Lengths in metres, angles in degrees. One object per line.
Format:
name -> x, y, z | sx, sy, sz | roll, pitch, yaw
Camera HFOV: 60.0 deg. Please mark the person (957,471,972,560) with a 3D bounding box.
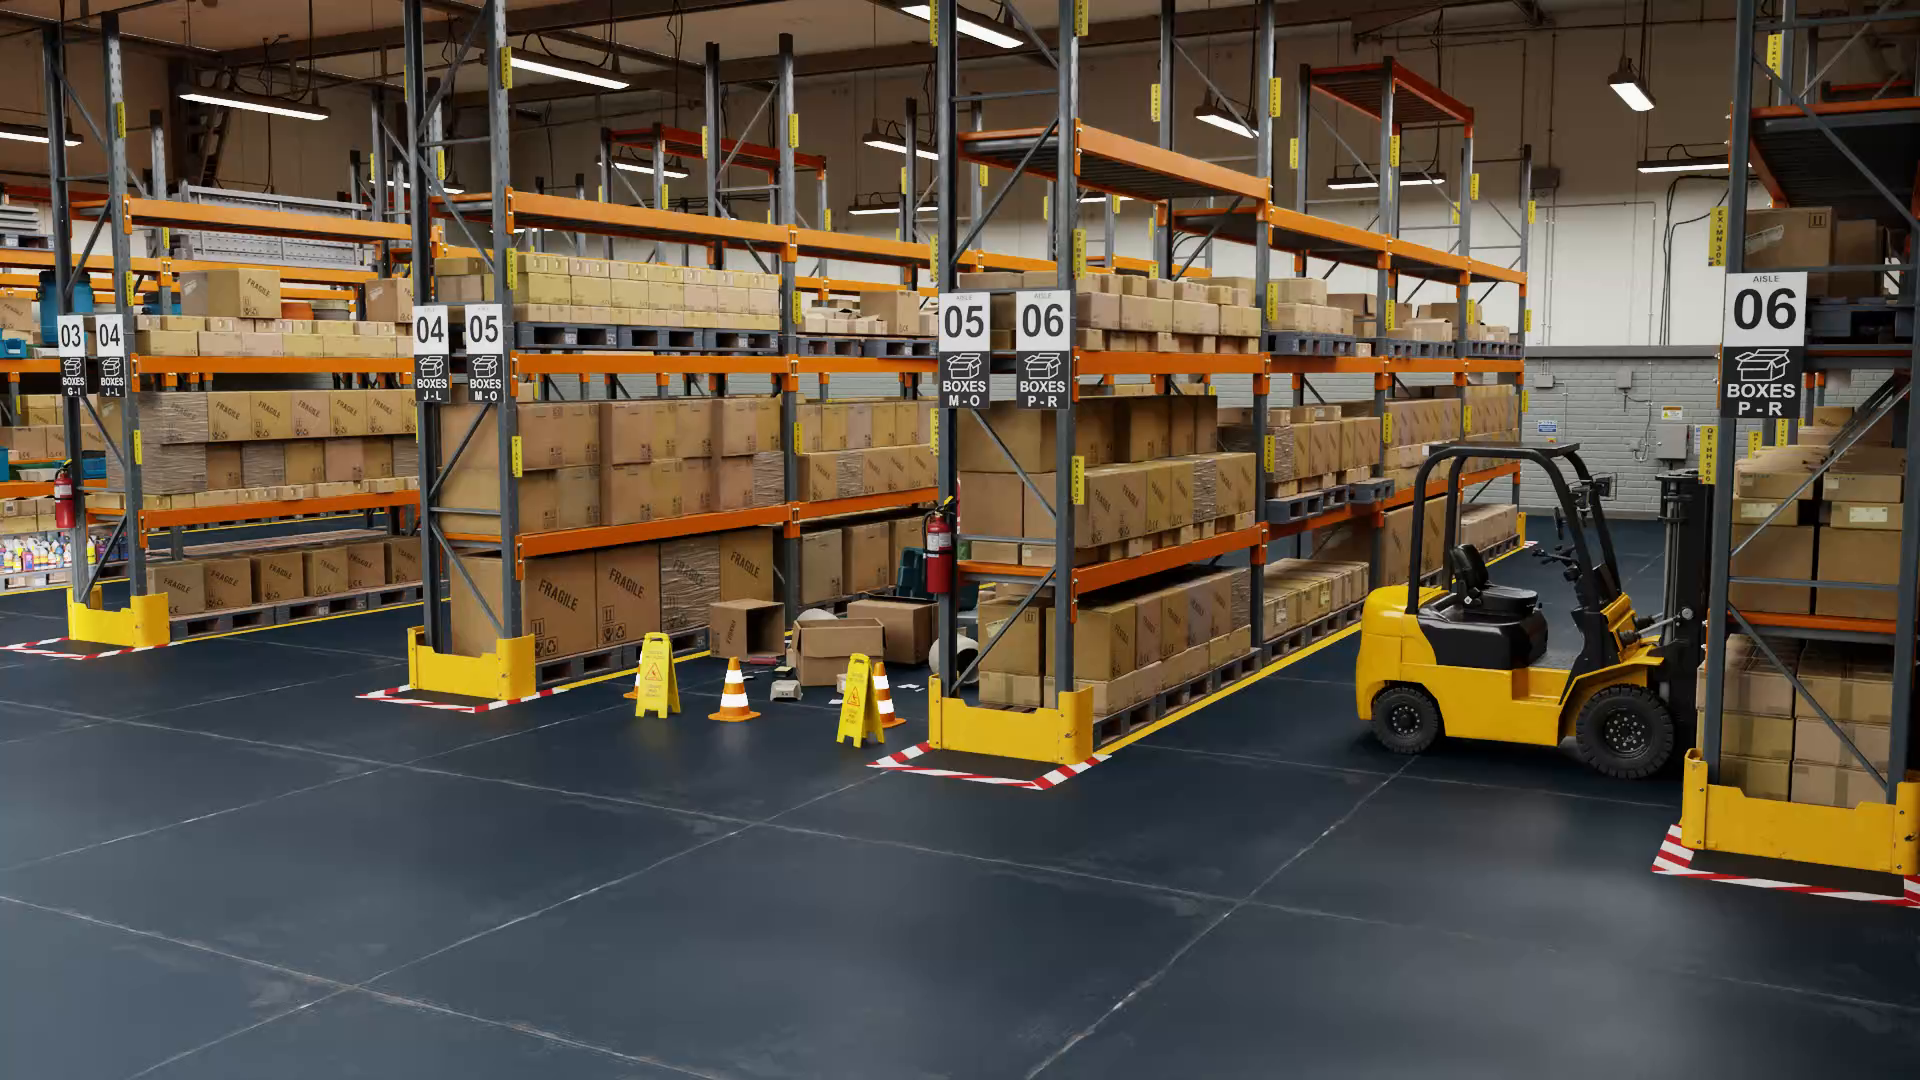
person -> 0.080, -0.081, 18.152 | 0.562, 1.790, 0.637 | 3, 7, 29
